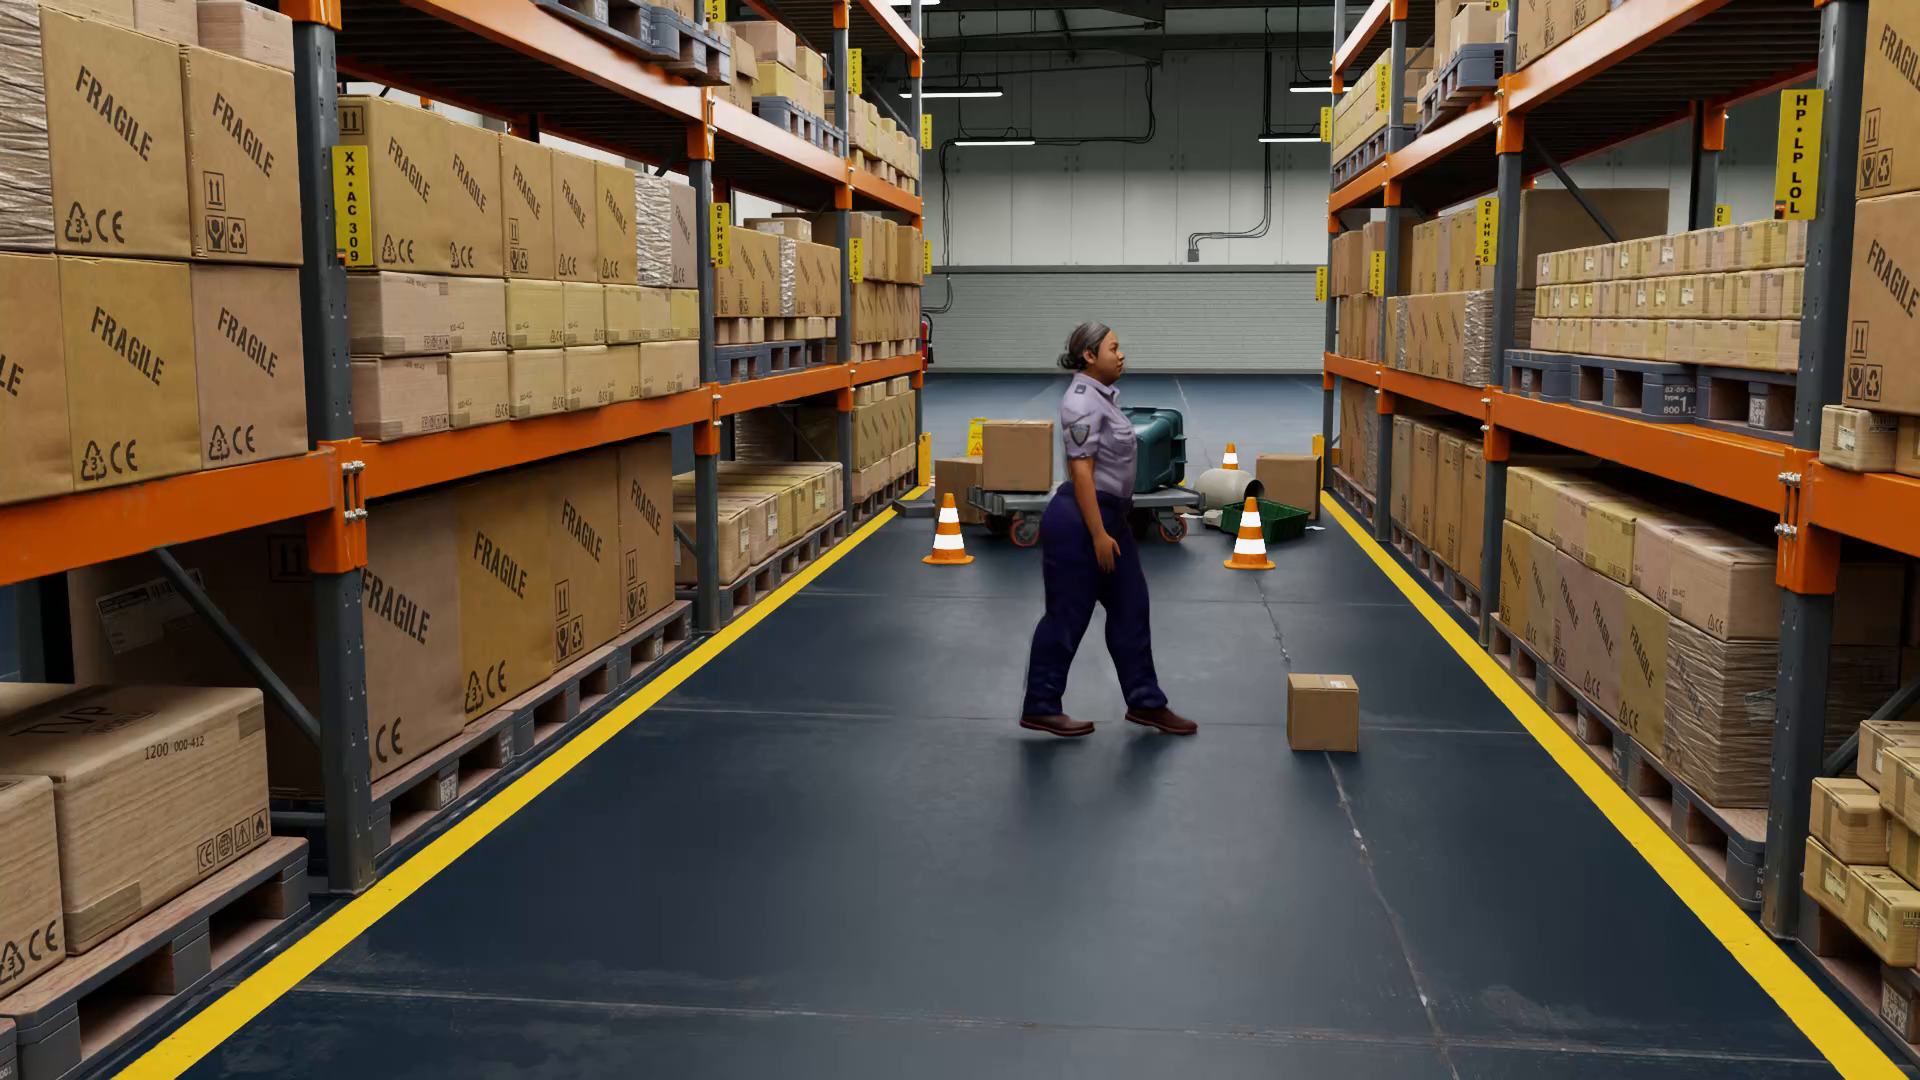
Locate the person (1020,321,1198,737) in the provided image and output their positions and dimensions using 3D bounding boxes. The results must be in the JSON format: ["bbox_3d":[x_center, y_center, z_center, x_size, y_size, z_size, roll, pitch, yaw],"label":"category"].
[{"bbox_3d":[0.582,-0.025,6.531,0.683,1.656,0.493,2,8,16],"label":"person"}]
